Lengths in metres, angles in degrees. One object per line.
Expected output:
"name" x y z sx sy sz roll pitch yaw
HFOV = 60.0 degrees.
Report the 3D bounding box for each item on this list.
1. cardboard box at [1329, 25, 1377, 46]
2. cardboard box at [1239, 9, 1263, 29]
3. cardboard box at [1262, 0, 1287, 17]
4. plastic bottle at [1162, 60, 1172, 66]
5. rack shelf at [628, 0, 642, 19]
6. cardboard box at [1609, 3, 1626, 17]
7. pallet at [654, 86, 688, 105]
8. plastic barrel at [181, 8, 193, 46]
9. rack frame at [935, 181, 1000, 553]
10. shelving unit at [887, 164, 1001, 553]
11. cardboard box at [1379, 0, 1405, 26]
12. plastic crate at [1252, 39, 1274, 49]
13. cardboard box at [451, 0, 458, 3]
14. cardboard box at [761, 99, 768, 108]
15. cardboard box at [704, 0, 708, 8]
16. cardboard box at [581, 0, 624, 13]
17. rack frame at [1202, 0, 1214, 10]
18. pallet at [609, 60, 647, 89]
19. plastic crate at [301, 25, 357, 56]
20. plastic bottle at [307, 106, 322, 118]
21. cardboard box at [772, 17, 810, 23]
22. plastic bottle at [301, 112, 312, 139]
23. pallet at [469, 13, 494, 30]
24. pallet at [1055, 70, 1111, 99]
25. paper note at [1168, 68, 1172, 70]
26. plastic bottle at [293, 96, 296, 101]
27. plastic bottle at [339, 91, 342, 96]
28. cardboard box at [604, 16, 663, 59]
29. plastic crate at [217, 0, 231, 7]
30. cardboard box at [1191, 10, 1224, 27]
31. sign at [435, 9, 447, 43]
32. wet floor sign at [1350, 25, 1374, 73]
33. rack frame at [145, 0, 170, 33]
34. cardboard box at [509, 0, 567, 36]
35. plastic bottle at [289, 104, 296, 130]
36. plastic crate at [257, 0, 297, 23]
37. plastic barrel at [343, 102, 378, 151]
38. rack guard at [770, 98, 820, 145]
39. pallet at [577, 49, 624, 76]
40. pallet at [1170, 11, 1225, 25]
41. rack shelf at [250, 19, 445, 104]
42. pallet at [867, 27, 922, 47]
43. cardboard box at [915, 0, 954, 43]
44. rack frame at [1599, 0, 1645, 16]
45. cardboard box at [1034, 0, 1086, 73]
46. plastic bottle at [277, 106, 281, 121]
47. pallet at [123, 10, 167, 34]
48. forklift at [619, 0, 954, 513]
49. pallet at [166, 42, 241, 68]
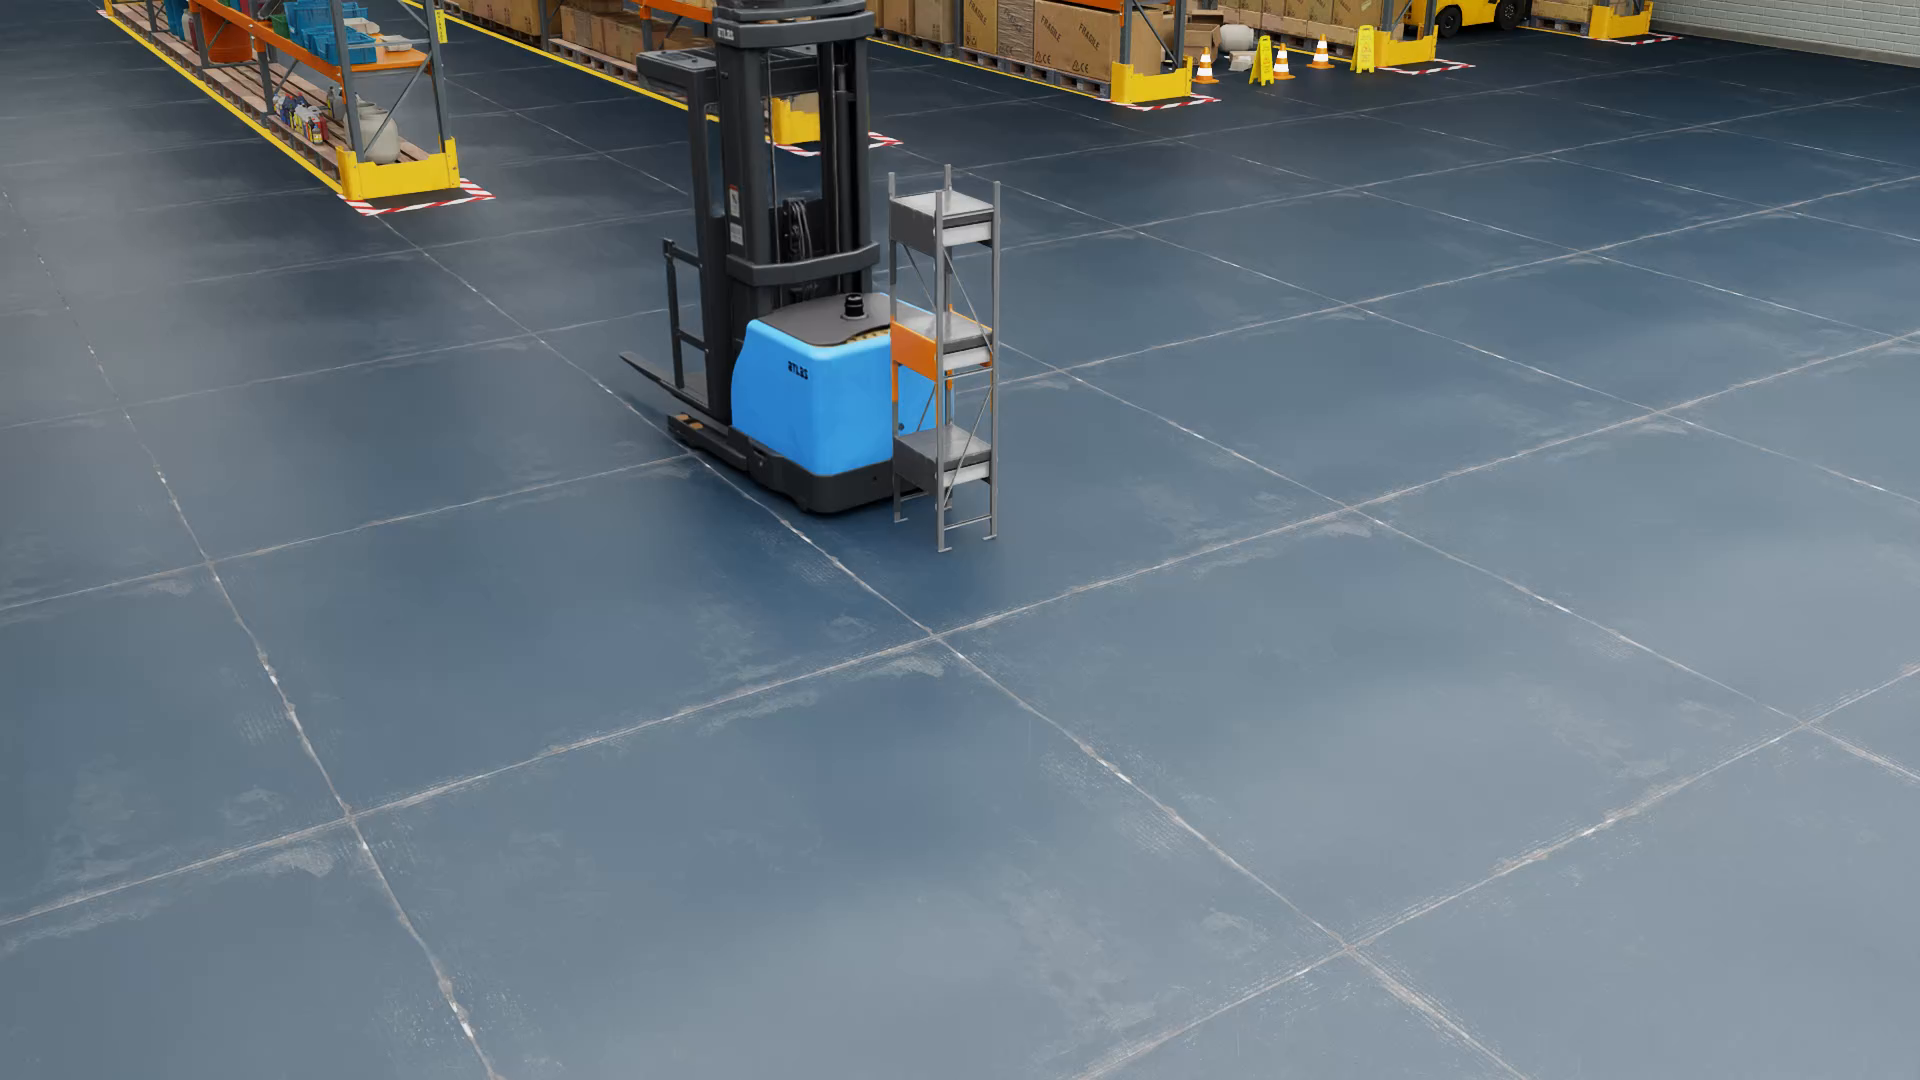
"cardboard box" 5.963 -7.679 25.231 0.500 0.250 0.500 -16 29 -30
"cardboard box" 4.856 -8.412 26.785 0.500 0.250 0.500 -14 29 -27
"cardboard box" 5.138 -8.565 26.230 0.500 0.500 0.500 -14 29 -27
"plastic bottle" 3.109 -7.068 24.652 0.283 0.061 0.133 18 31 33
"rack shelf" -4.936 -8.008 24.043 1.077 0.370 4.000 -16 29 -30
"cardboard box" 10.695 -8.823 27.655 0.500 0.250 0.500 -15 29 -29
"pallet" -3.448 -6.125 22.478 1.003 0.211 1.213 -16 29 -30
"plastic barrel" -11.459 -7.716 25.003 0.421 0.512 0.421 0 25 0
"rack frame" 0.043 -0.921 9.242 0.400 2.100 0.015 -16 29 -30
"shelving unit" -0.090 -1.009 9.427 0.431 2.100 0.503 -16 29 -30
"cardboard box" 6.420 -8.144 25.338 0.500 0.500 0.500 -17 30 -31
"plastic crate" 4.629 -7.855 26.295 0.583 0.080 0.402 18 31 33
"cardboard box" -8.505 -9.964 29.339 0.875 0.875 0.875 -16 29 -30
"cardboard box" -2.343 -5.680 20.705 0.500 0.500 0.500 -8 26 -16
"cardboard box" -2.974 -6.746 20.820 0.380 0.149 0.250 -16 29 -30
"cardboard box" -5.339 -8.037 24.795 0.500 0.250 0.500 -12 28 -24
"rack frame" 4.459 -9.928 27.266 1.000 3.000 0.127 -16 29 -30
"pallet" -4.271 -6.636 23.559 1.003 0.211 1.213 -16 29 -30
"plastic crate" -6.684 -5.309 17.657 0.499 0.251 0.408 -16 29 -30
"plastic bottle" -7.456 -4.870 19.227 0.152 0.276 0.135 -16 29 -30
"cardboard box" -1.989 -6.128 19.511 0.380 0.149 0.250 -16 29 -30
"plastic bottle" -7.371 -4.702 18.871 0.152 0.276 0.135 -16 30 -31
"pallet" -7.727 -8.960 28.484 1.003 0.211 1.213 -16 29 -30
"pallet" 2.048 -6.314 22.878 1.003 0.211 1.213 -16 29 -30
"paper note" 3.139 -6.906 24.344 0.144 0.017 0.142 -6 26 -12
"plastic bottle" -7.899 -5.134 19.779 0.061 0.283 0.133 -16 29 -30
"plastic bottle" -7.401 -5.302 20.055 0.144 0.351 0.185 -16 30 -31
"cardboard box" -4.712 -7.287 24.084 0.700 0.500 0.500 -18 31 -34
"plastic crate" -9.181 -6.925 21.155 0.450 0.188 0.662 -16 29 -30
"cardboard box" 3.904 -8.098 26.316 0.500 0.500 0.500 3 25 6
"sign" -5.347 -5.285 17.108 0.100 0.325 0.005 -16 29 -30
"wet floor sign" 5.850 -7.115 24.066 0.267 0.644 0.232 -6 26 -12
"rack frame" -12.361 -9.326 25.991 1.000 3.000 0.127 -16 29 -30
"cardboard box" -6.387 -8.530 26.302 1.225 0.875 0.875 -17 30 -32
"plastic bottle" -7.743 -4.913 19.310 0.061 0.283 0.133 -14 29 -27
"plastic crate" -7.815 -6.219 19.483 0.767 0.338 0.504 -16 29 -30
"plastic barrel" -6.507 -4.495 18.181 0.421 0.512 0.421 0 25 0
"rack guard" -1.702 -5.084 19.935 1.175 0.500 0.348 -16 29 -30
"pallet" -4.941 -7.072 24.484 1.003 0.211 1.213 -16 29 -30
"pallet" 4.033 -8.945 28.451 1.003 0.211 1.213 -16 29 -30
"rack shelf" -6.902 -5.423 18.568 1.077 0.370 4.000 -16 29 -30
"pallet" -0.788 -8.172 26.814 1.003 0.211 1.213 -16 29 -30
"cardboard box" -0.048 -8.112 25.563 1.050 0.750 0.750 -16 29 -30
"rack frame" 10.799 -9.655 26.689 1.000 3.000 0.127 -16 29 -30
"cardboard box" 1.643 -7.078 23.226 0.875 0.875 0.875 -16 30 -30
"plastic bottle" -8.076 -5.109 19.821 0.097 0.201 0.097 0 25 0
"pallet" -13.465 -8.755 28.049 1.003 0.211 1.213 -16 29 -30
"forklift" -1.309 -2.052 10.664 1.130 2.935 3.031 -18 31 -33
"pallet" -11.305 -7.342 25.055 1.003 0.211 1.213 -16 29 -30
